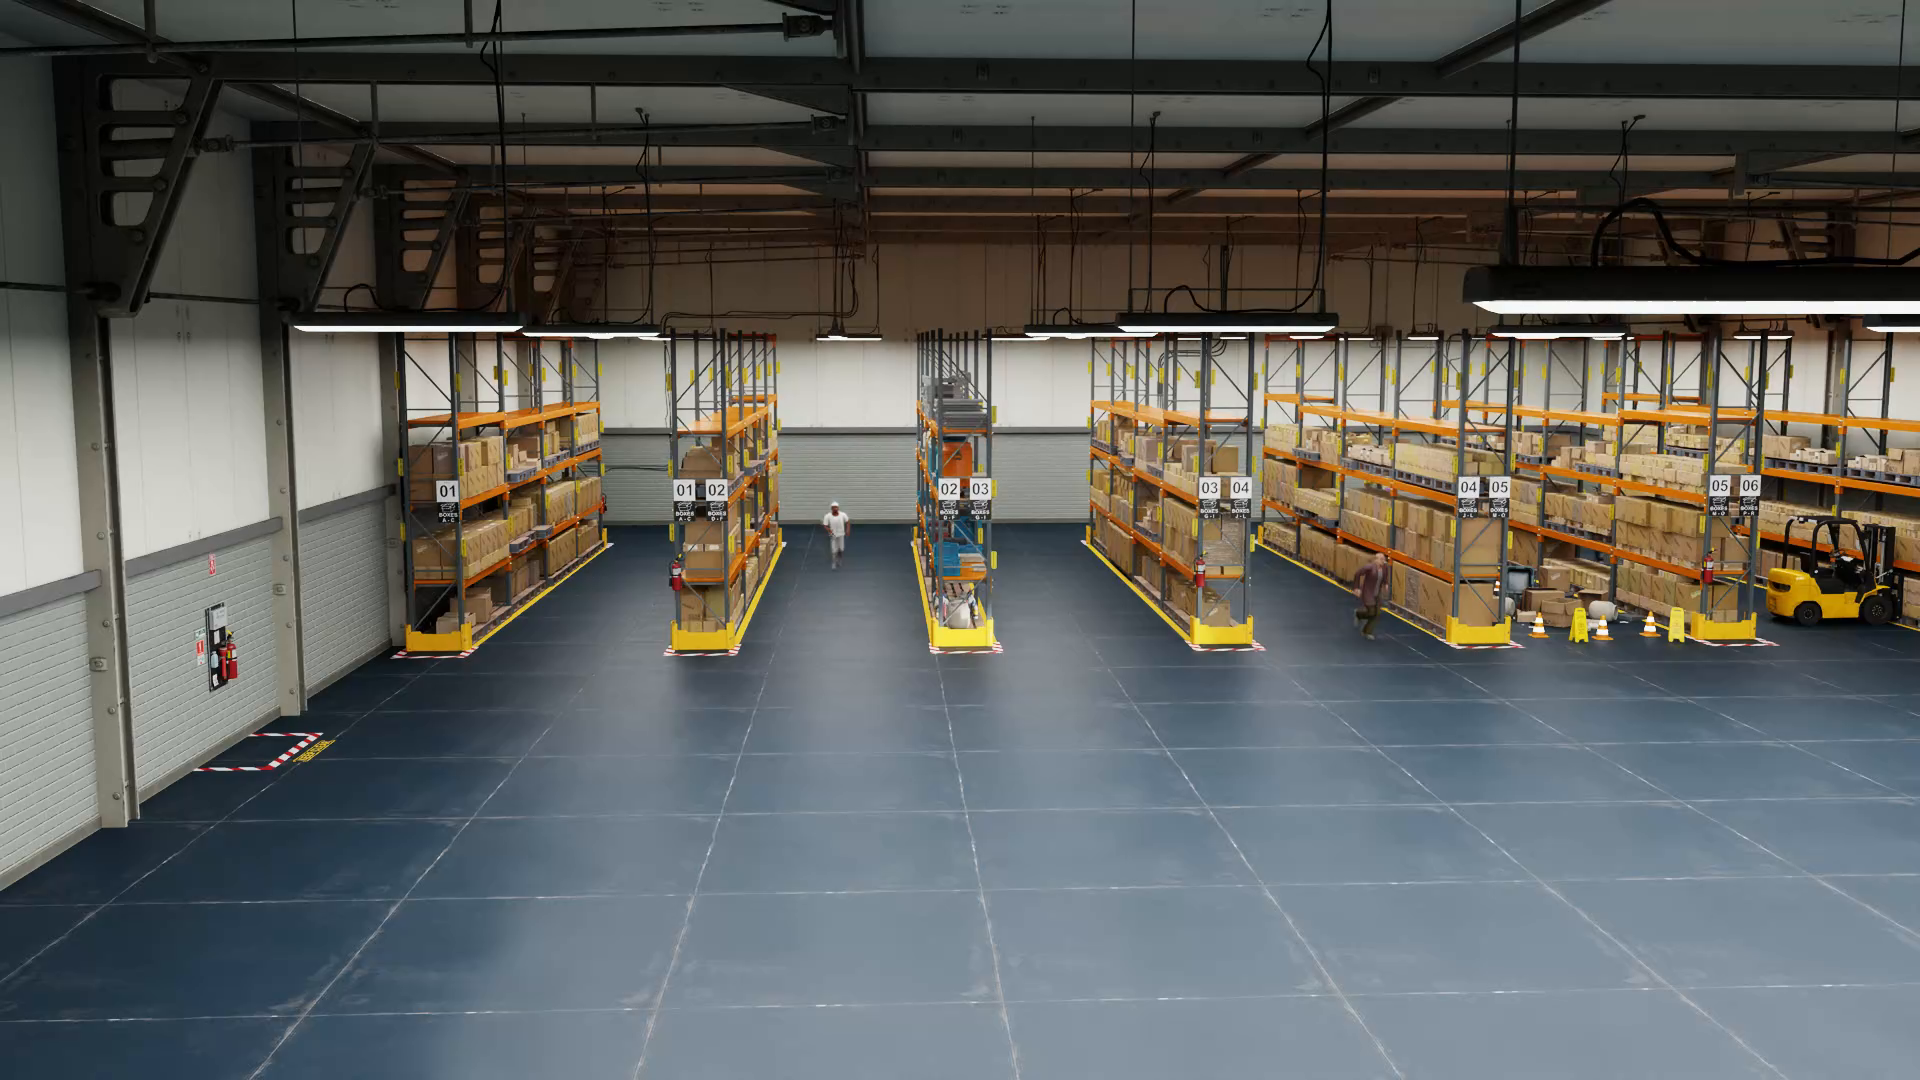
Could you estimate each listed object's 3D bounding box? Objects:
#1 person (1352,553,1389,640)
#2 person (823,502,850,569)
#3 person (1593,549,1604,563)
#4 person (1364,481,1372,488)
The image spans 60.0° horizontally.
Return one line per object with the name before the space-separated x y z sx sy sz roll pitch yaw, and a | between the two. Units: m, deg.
person | 8.028 1.083 32.391 0.700 1.709 0.724 -4 8 -29
person | -3.115 -0.103 42.141 0.691 1.727 0.656 -1 7 -9
person | 16.623 -0.155 43.478 0.573 1.549 0.608 -2 7 -20
person | 12.027 -0.947 49.359 0.531 1.717 0.699 -2 7 -13
